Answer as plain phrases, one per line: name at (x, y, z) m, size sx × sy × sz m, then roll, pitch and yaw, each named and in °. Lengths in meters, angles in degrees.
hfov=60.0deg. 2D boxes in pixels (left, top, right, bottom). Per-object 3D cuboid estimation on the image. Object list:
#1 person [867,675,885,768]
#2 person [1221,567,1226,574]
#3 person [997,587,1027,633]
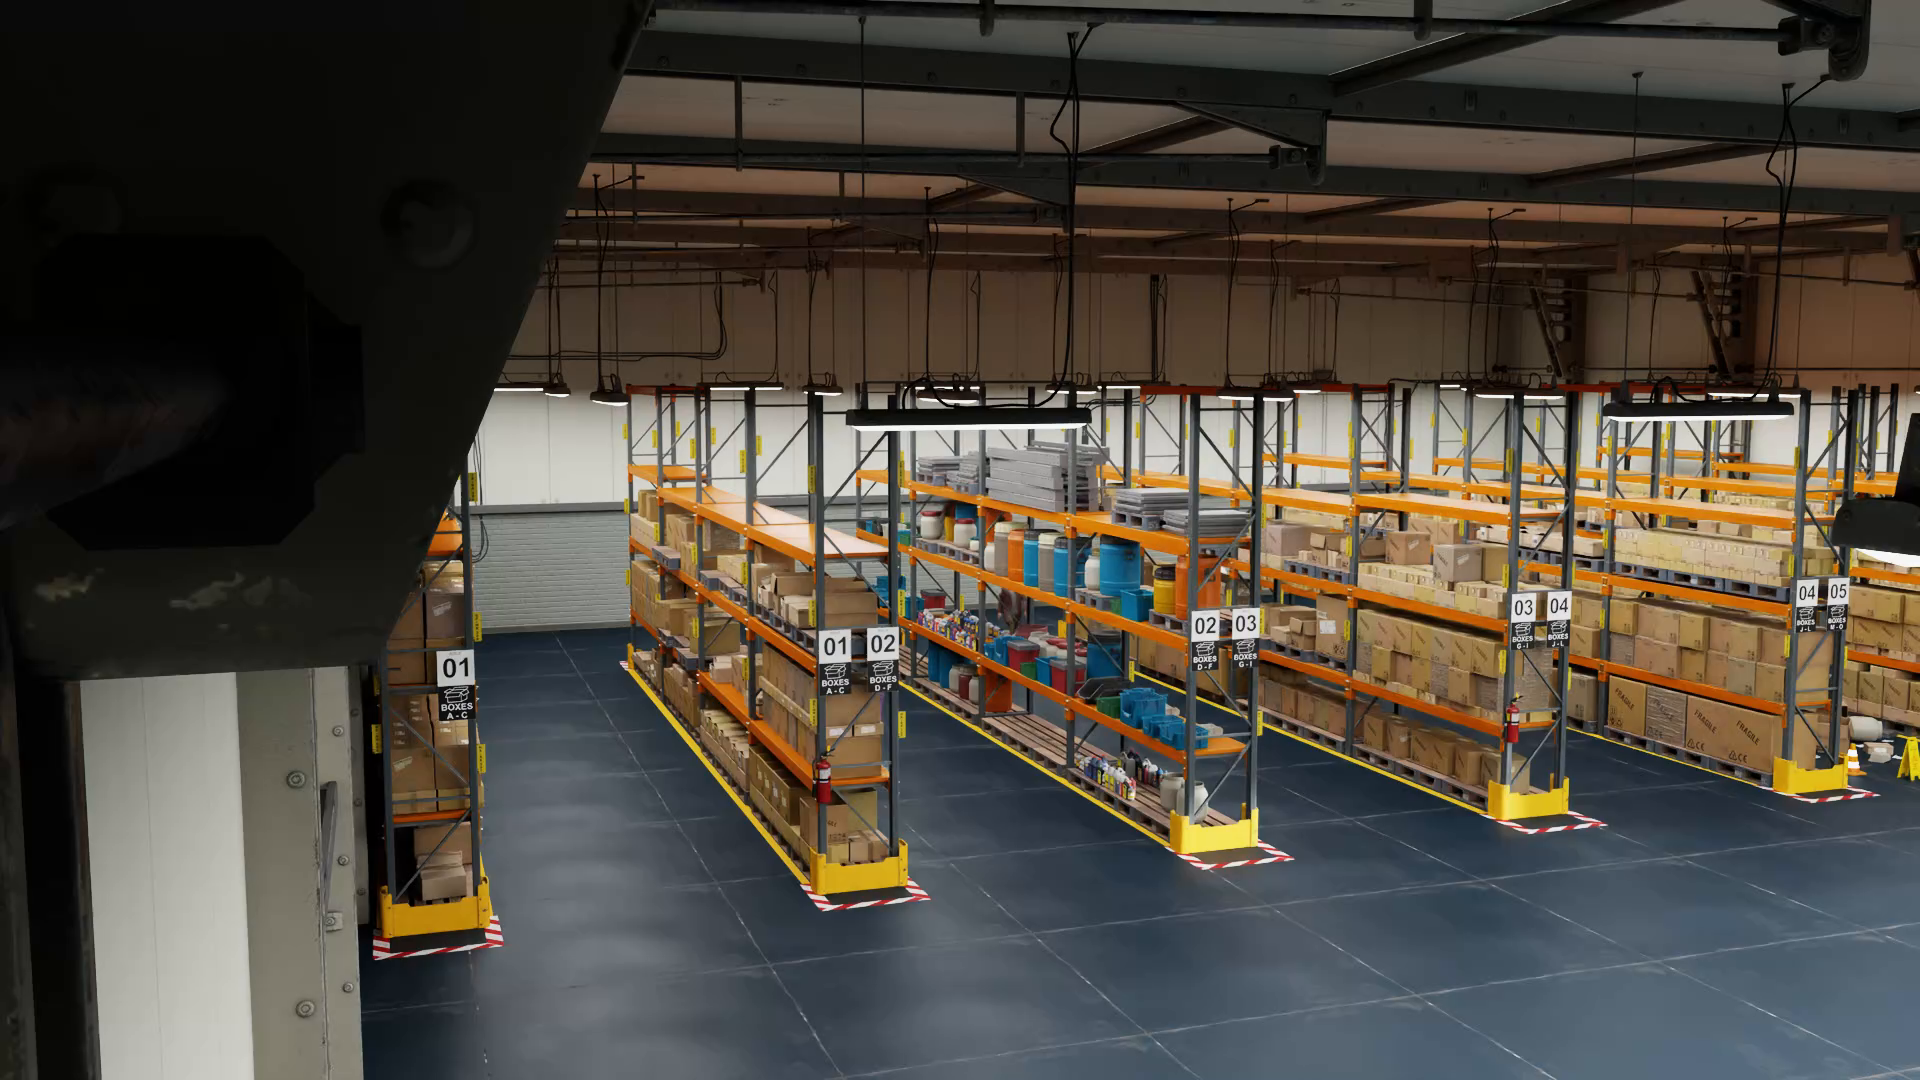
person at (-1.365, 2.857, 26.303) m, size 0.332 × 1.660 × 0.499 m, roll -2°, pitch 6°, yaw -17°
person at (6.215, 1.283, 40.390) m, size 0.577 × 1.743 × 0.851 m, roll 5°, pitch 8°, yaw 39°
person at (1.201, 1.624, 37.161) m, size 0.603 × 1.721 × 1.117 m, roll -3°, pitch 6°, yaw -24°
